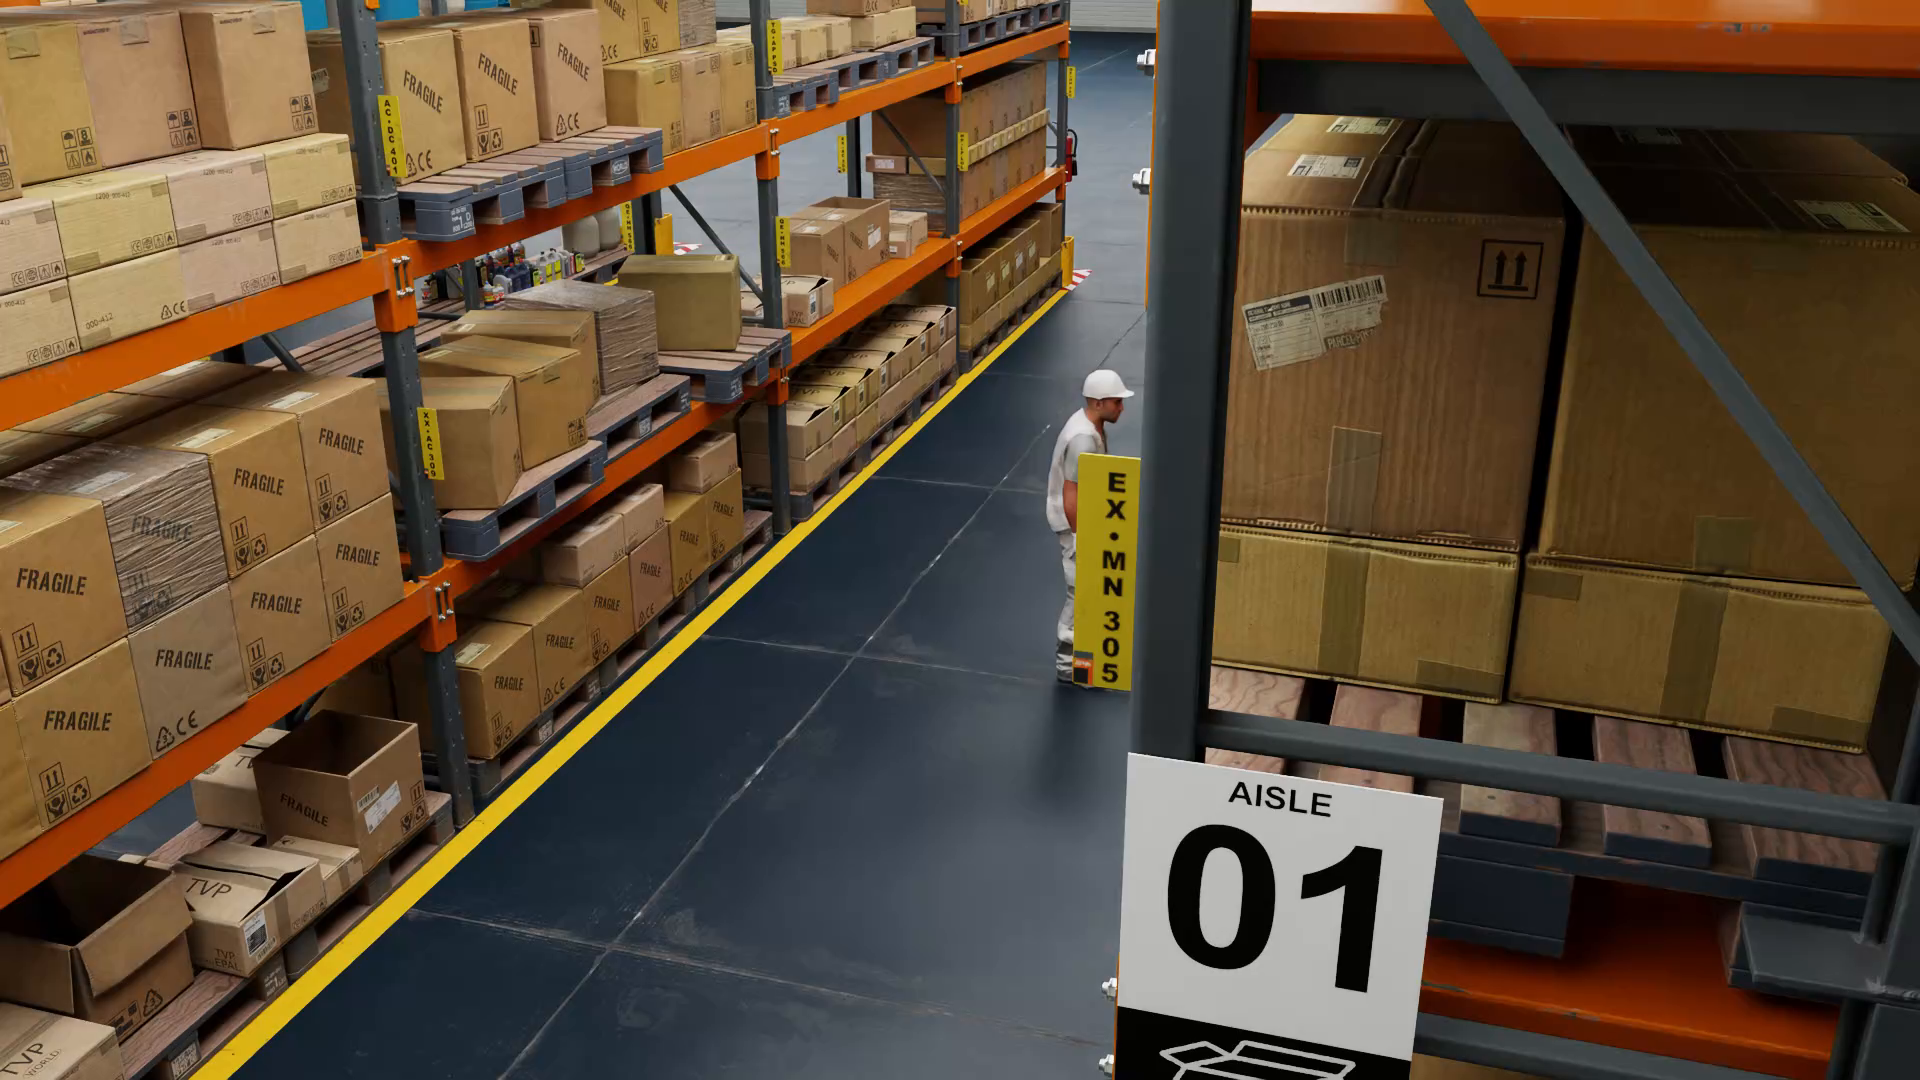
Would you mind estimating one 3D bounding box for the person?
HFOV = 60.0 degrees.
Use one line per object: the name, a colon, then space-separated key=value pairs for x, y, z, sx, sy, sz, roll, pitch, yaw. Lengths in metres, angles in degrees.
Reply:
person: x=0.714 y=-0.083 z=9.279 sx=0.454 sy=1.777 sz=0.606 roll=5 pitch=22 yaw=13
